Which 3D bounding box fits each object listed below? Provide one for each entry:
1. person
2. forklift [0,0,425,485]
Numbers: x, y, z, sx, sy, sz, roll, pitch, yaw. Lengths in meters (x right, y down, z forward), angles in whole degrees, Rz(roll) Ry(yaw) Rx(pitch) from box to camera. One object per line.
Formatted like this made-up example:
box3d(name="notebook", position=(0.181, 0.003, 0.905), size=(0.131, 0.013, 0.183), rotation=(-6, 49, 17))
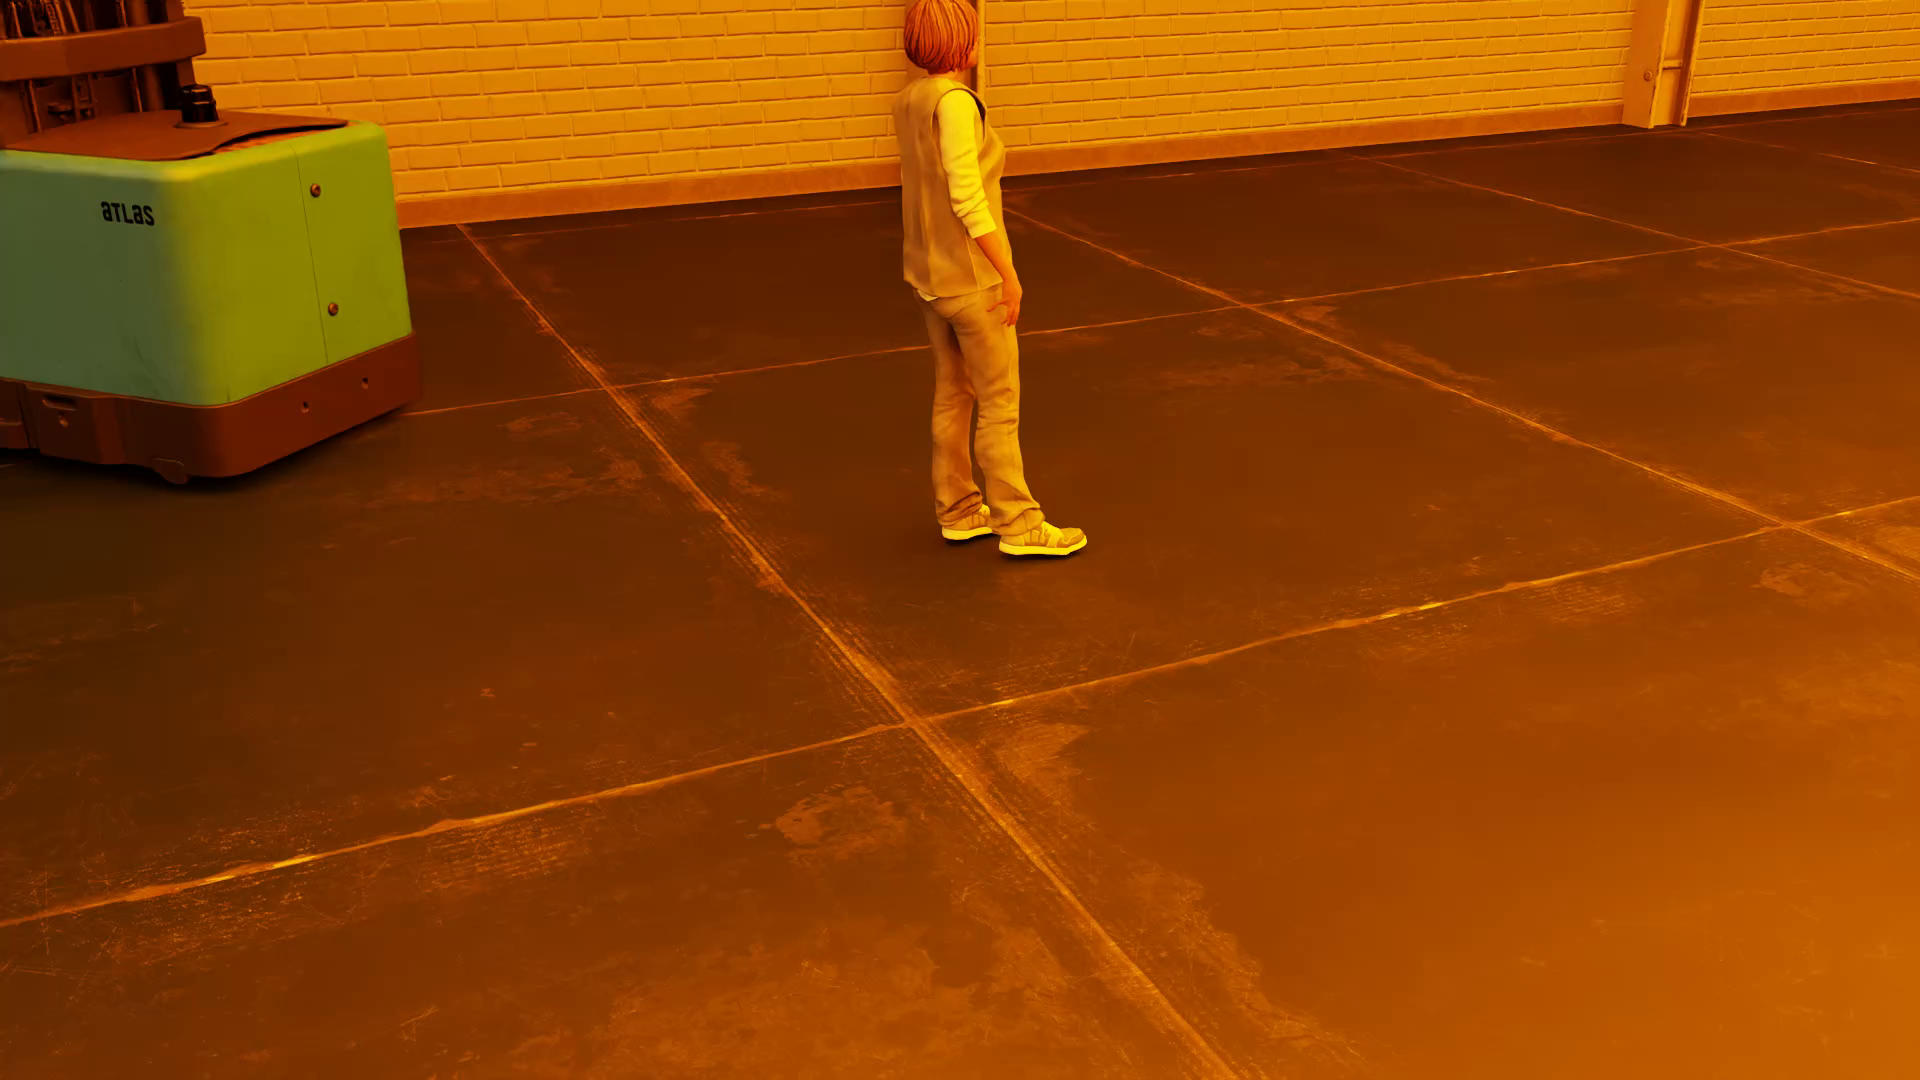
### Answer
box3d(name="person", position=(0.073, -0.751, 4.816), size=(0.473, 1.599, 0.521), rotation=(-10, 25, -23))
box3d(name="forklift", position=(-3.576, -1.879, 5.808), size=(3.031, 2.935, 1.130), rotation=(9, 24, 20))
